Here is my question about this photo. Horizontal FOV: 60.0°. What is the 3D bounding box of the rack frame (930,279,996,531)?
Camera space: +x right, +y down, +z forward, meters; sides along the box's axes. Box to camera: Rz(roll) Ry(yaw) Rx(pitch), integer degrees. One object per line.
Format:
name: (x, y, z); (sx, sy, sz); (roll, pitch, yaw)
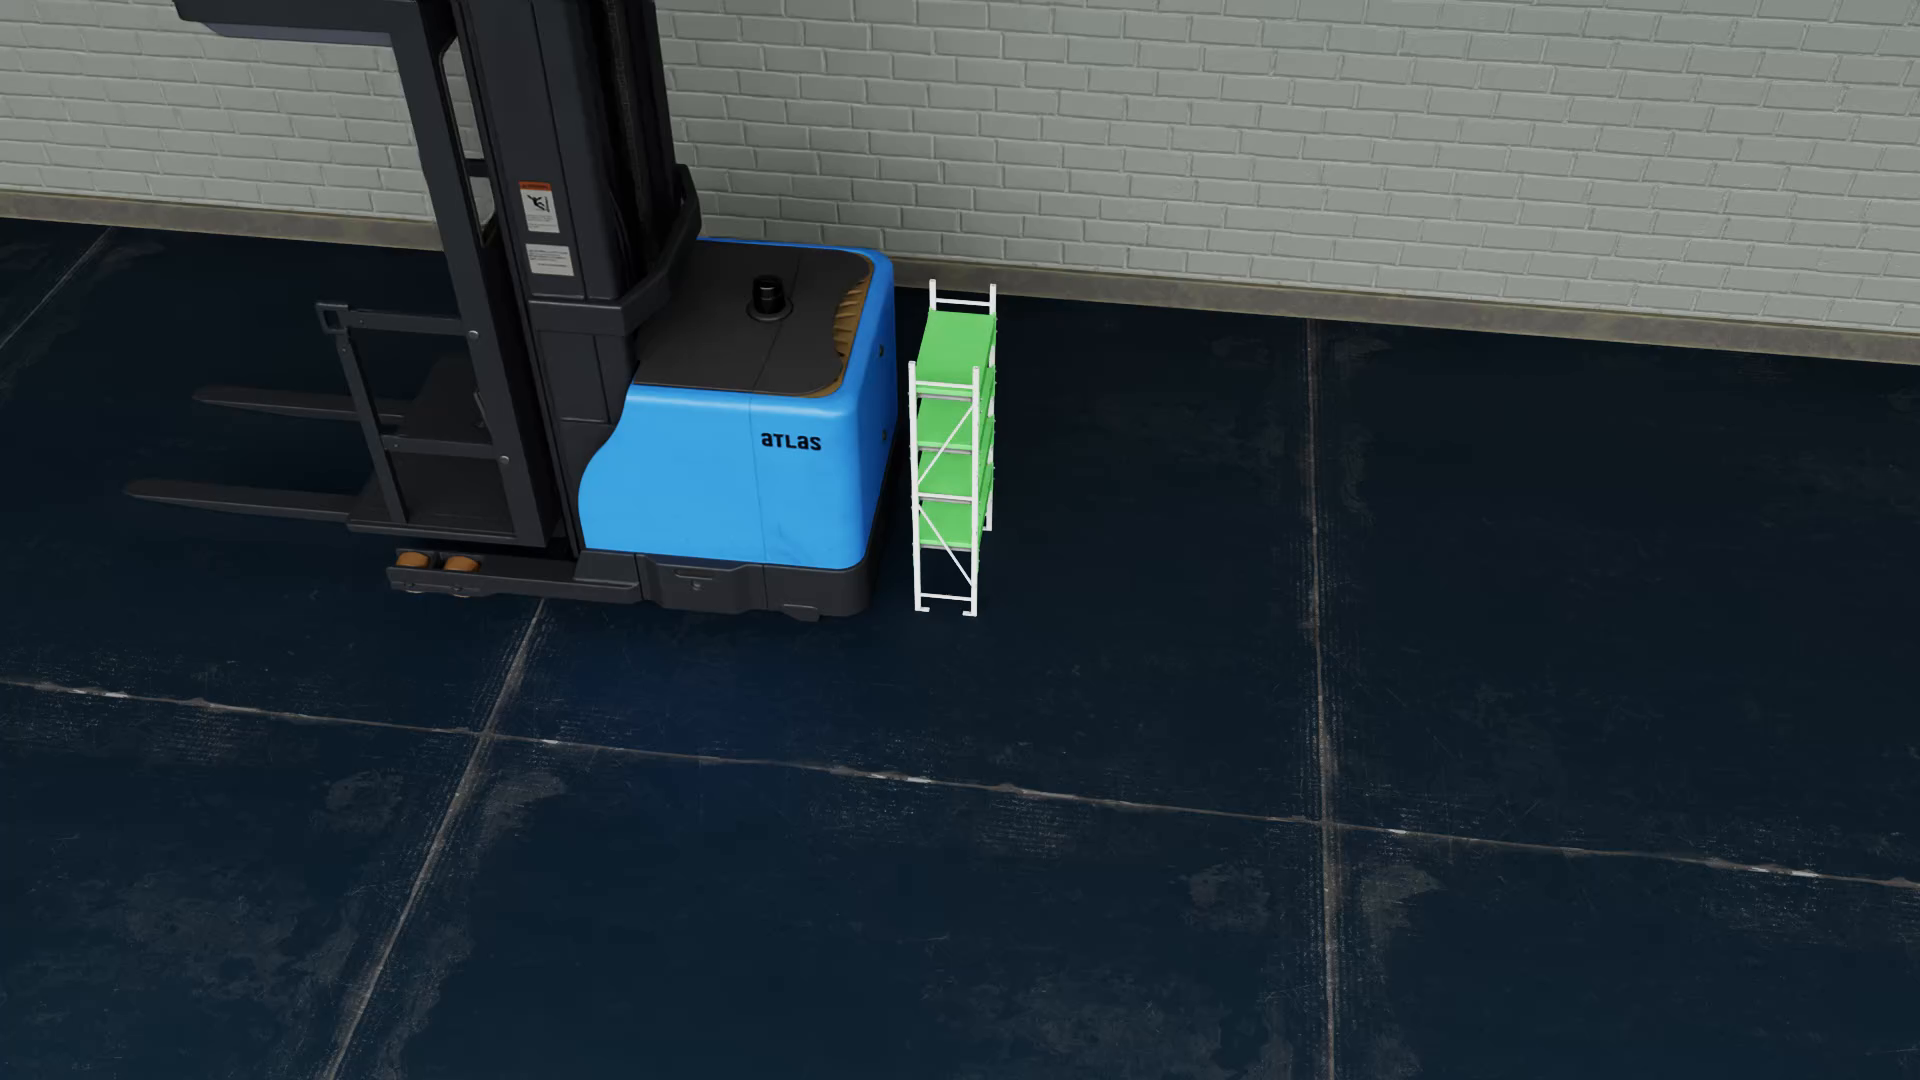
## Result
rack frame: (0.010, -0.489, 6.394); (0.240, 1.200, 0.015); (5, 44, 6)

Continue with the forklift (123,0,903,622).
forklift: (-1.797, -1.195, 5.880); (3.031, 2.935, 1.130); (5, 44, 5)

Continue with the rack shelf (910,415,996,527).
rack shelf: (-0.022, -0.276, 6.262); (0.258, 0.148, 0.480); (5, 44, 6)

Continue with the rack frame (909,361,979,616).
rack frame: (-0.054, -0.157, 6.043); (0.240, 1.200, 0.015); (5, 44, 6)

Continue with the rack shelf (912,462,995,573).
rack shelf: (-0.022, -0.102, 6.427); (0.258, 0.148, 0.480); (5, 44, 6)

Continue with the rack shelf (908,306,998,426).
rack shelf: (-0.022, -0.625, 5.932); (0.258, 0.148, 0.480); (5, 44, 6)

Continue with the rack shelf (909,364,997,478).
rack shelf: (-0.022, -0.451, 6.097); (0.258, 0.148, 0.480); (5, 44, 6)

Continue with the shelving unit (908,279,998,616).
shelving unit: (-0.022, -0.323, 6.218); (0.258, 1.200, 0.503); (5, 44, 6)
